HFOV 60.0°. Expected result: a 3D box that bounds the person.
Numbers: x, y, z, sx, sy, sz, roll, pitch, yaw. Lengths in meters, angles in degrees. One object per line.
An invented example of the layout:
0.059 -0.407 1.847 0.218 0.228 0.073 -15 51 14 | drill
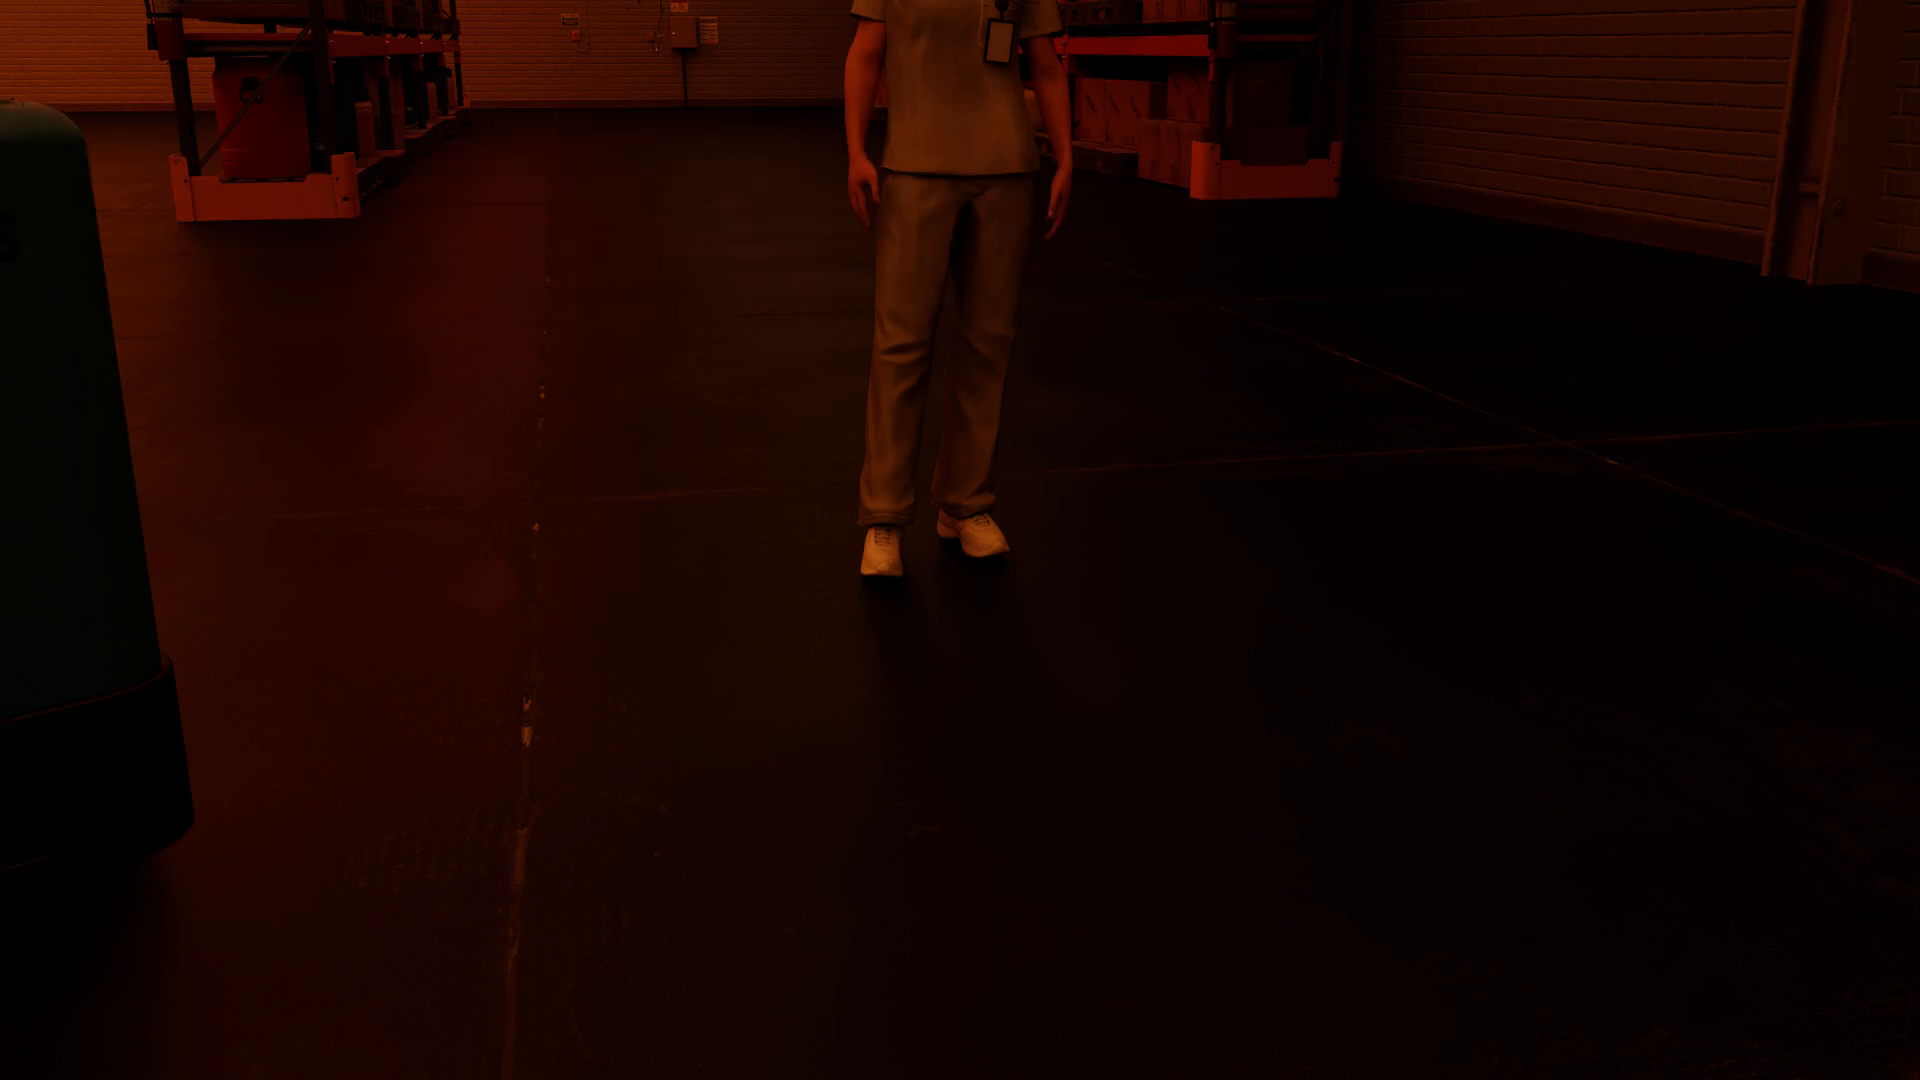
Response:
0.004 -0.789 3.704 0.550 1.675 0.549 -4 17 -12 | person

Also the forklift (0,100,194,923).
-2.517 -0.734 1.335 3.031 2.935 1.130 -15 22 -41 | forklift
